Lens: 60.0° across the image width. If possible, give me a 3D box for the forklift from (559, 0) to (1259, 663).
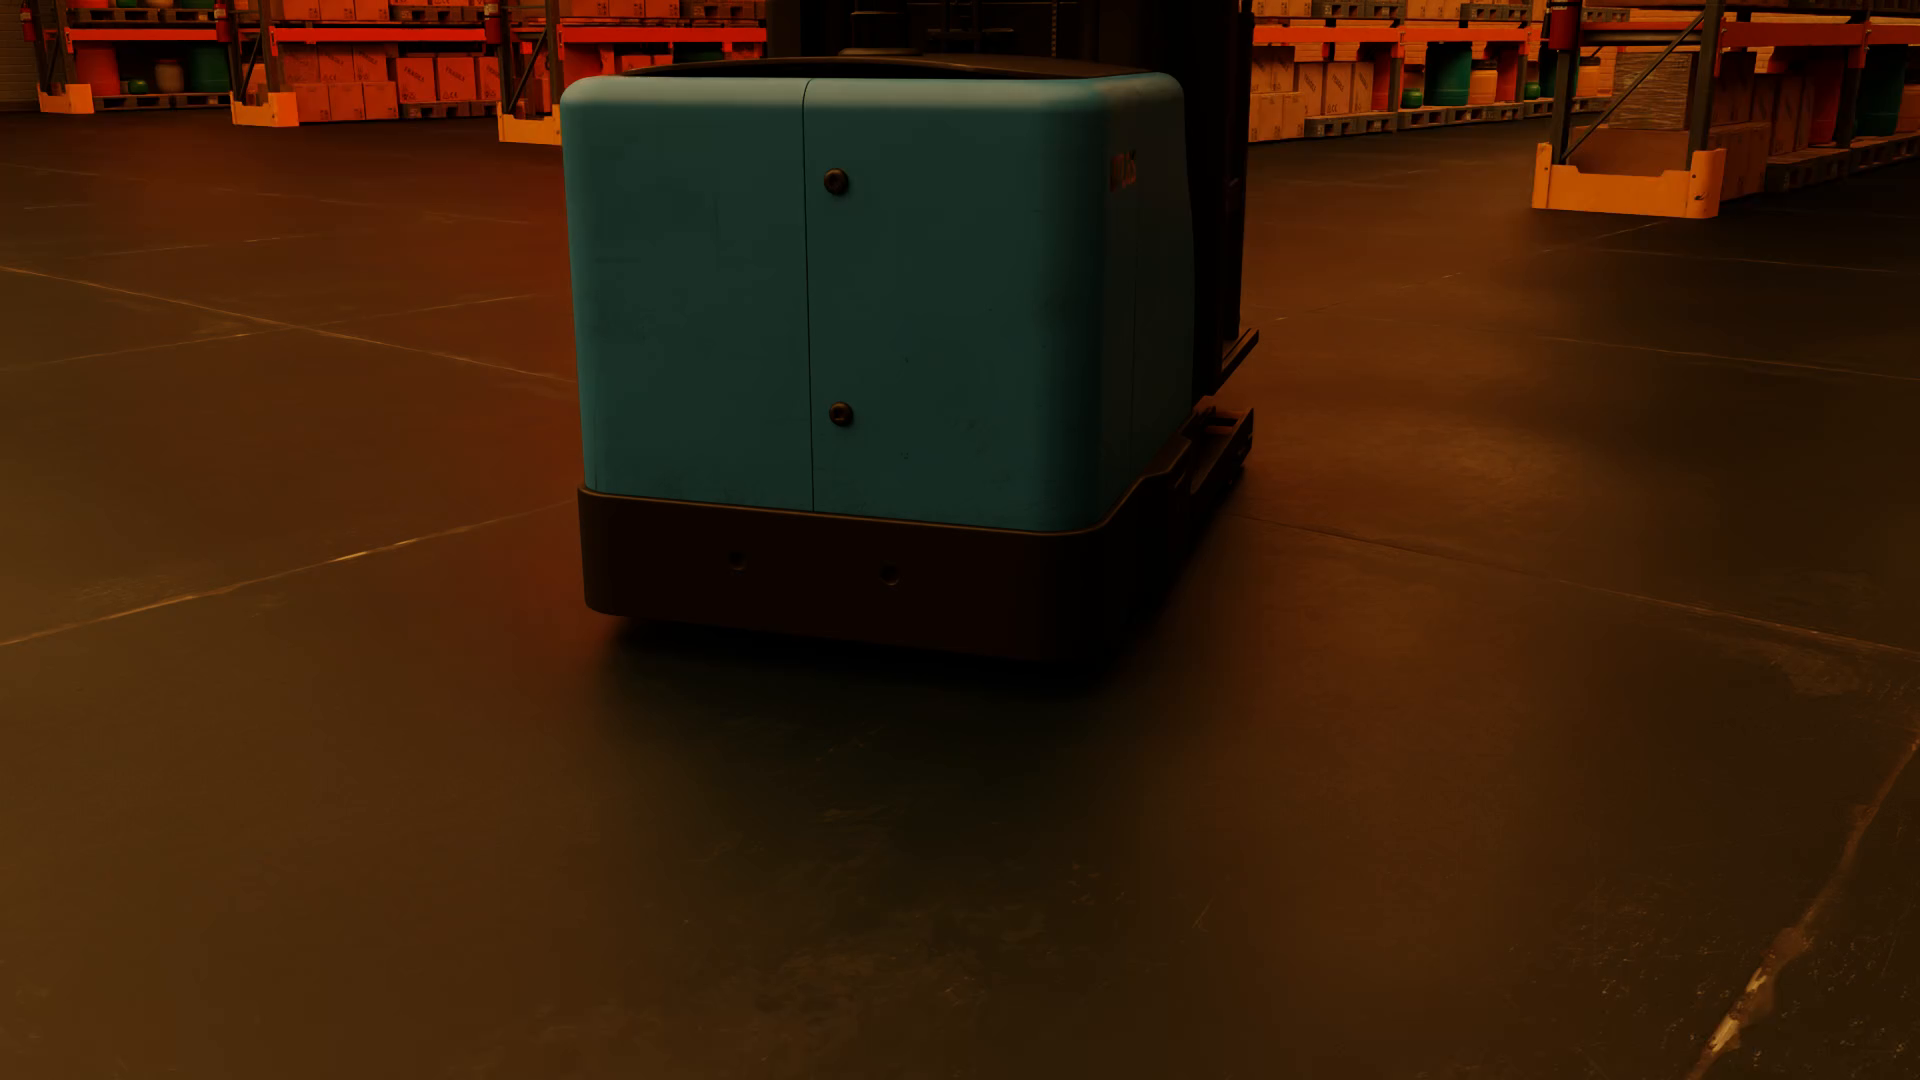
[{"bbox_3d":[0.182,-1.571,4.072,1.130,2.935,3.031,5,18,17],"label":"forklift"}]
